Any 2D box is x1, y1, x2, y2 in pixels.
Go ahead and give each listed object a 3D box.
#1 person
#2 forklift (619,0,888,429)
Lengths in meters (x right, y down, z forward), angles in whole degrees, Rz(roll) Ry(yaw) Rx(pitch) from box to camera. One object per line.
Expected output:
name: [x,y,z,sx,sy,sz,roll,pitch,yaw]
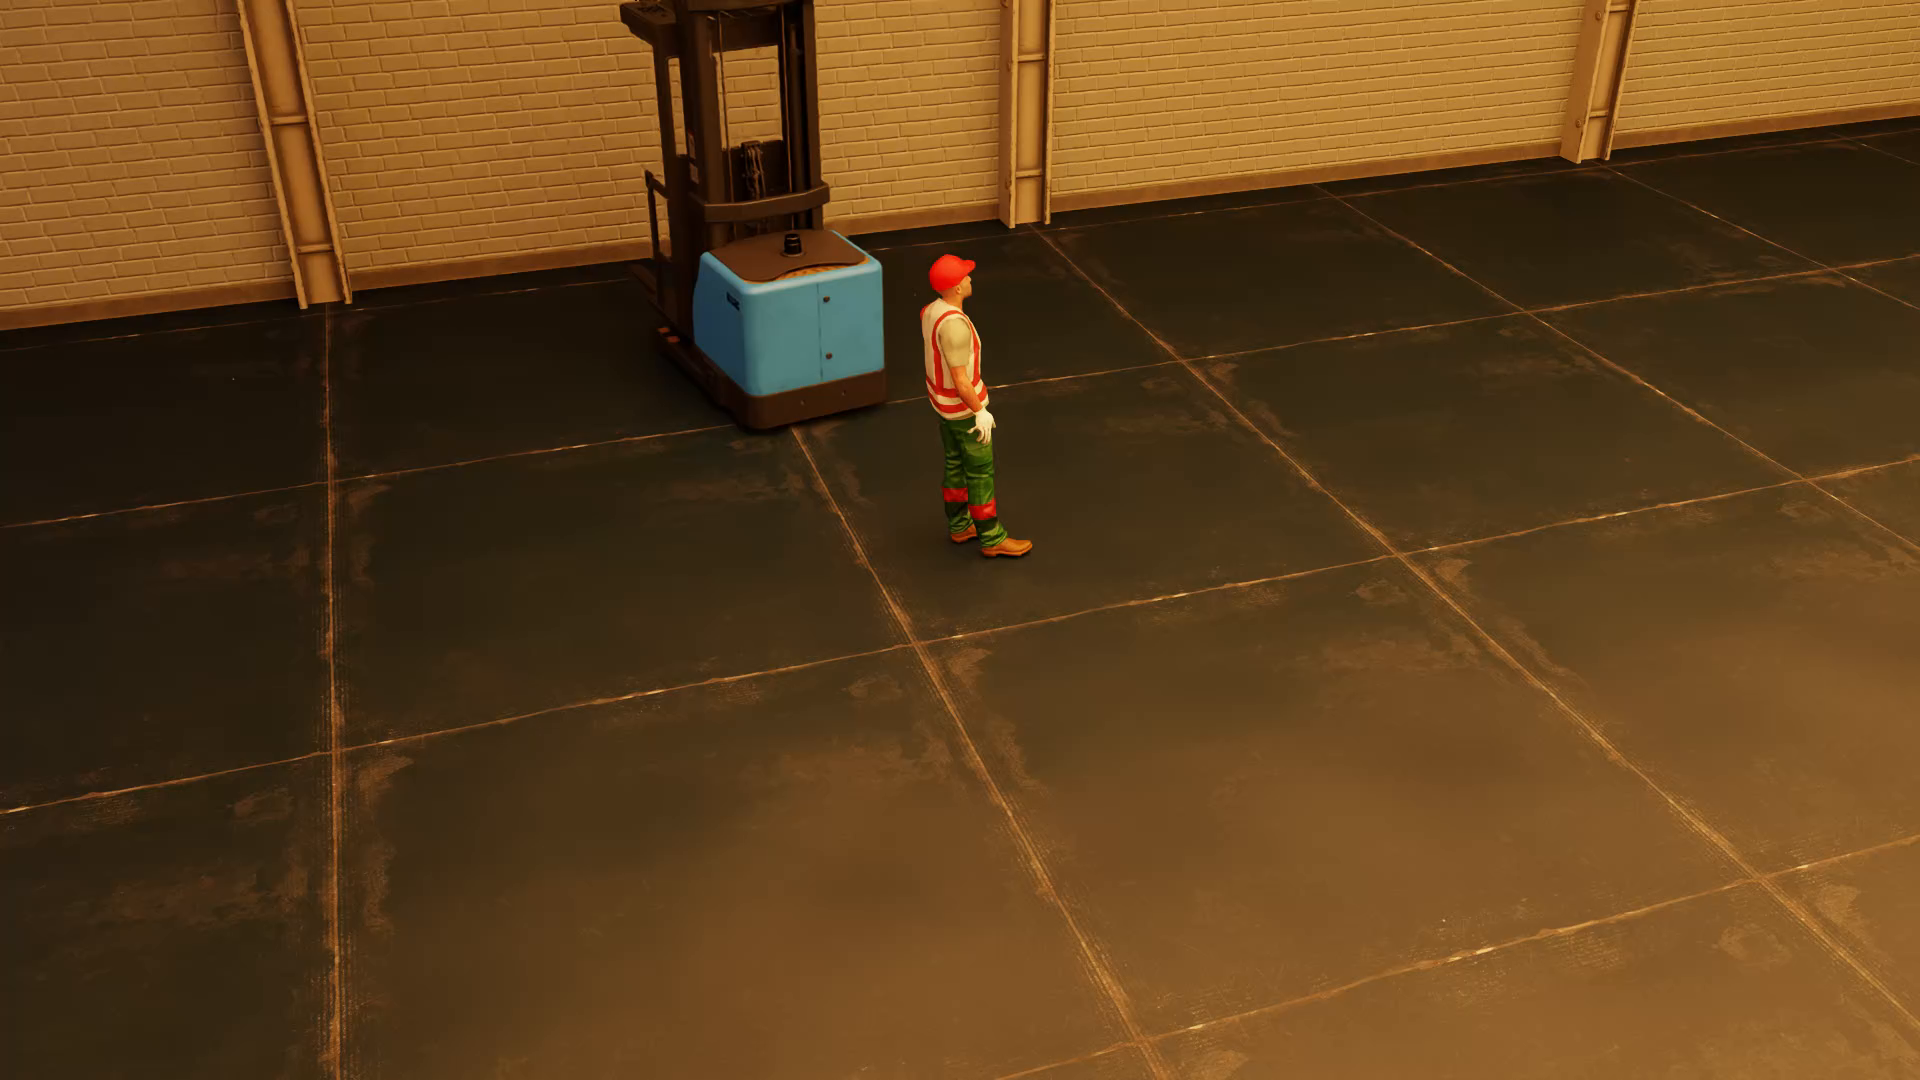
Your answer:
person: [0.080,-0.789,9.589,0.564,1.787,0.638,-10,31,-16]
forklift: [-1.657,-2.719,11.814,1.130,2.935,3.031,-15,33,-25]
